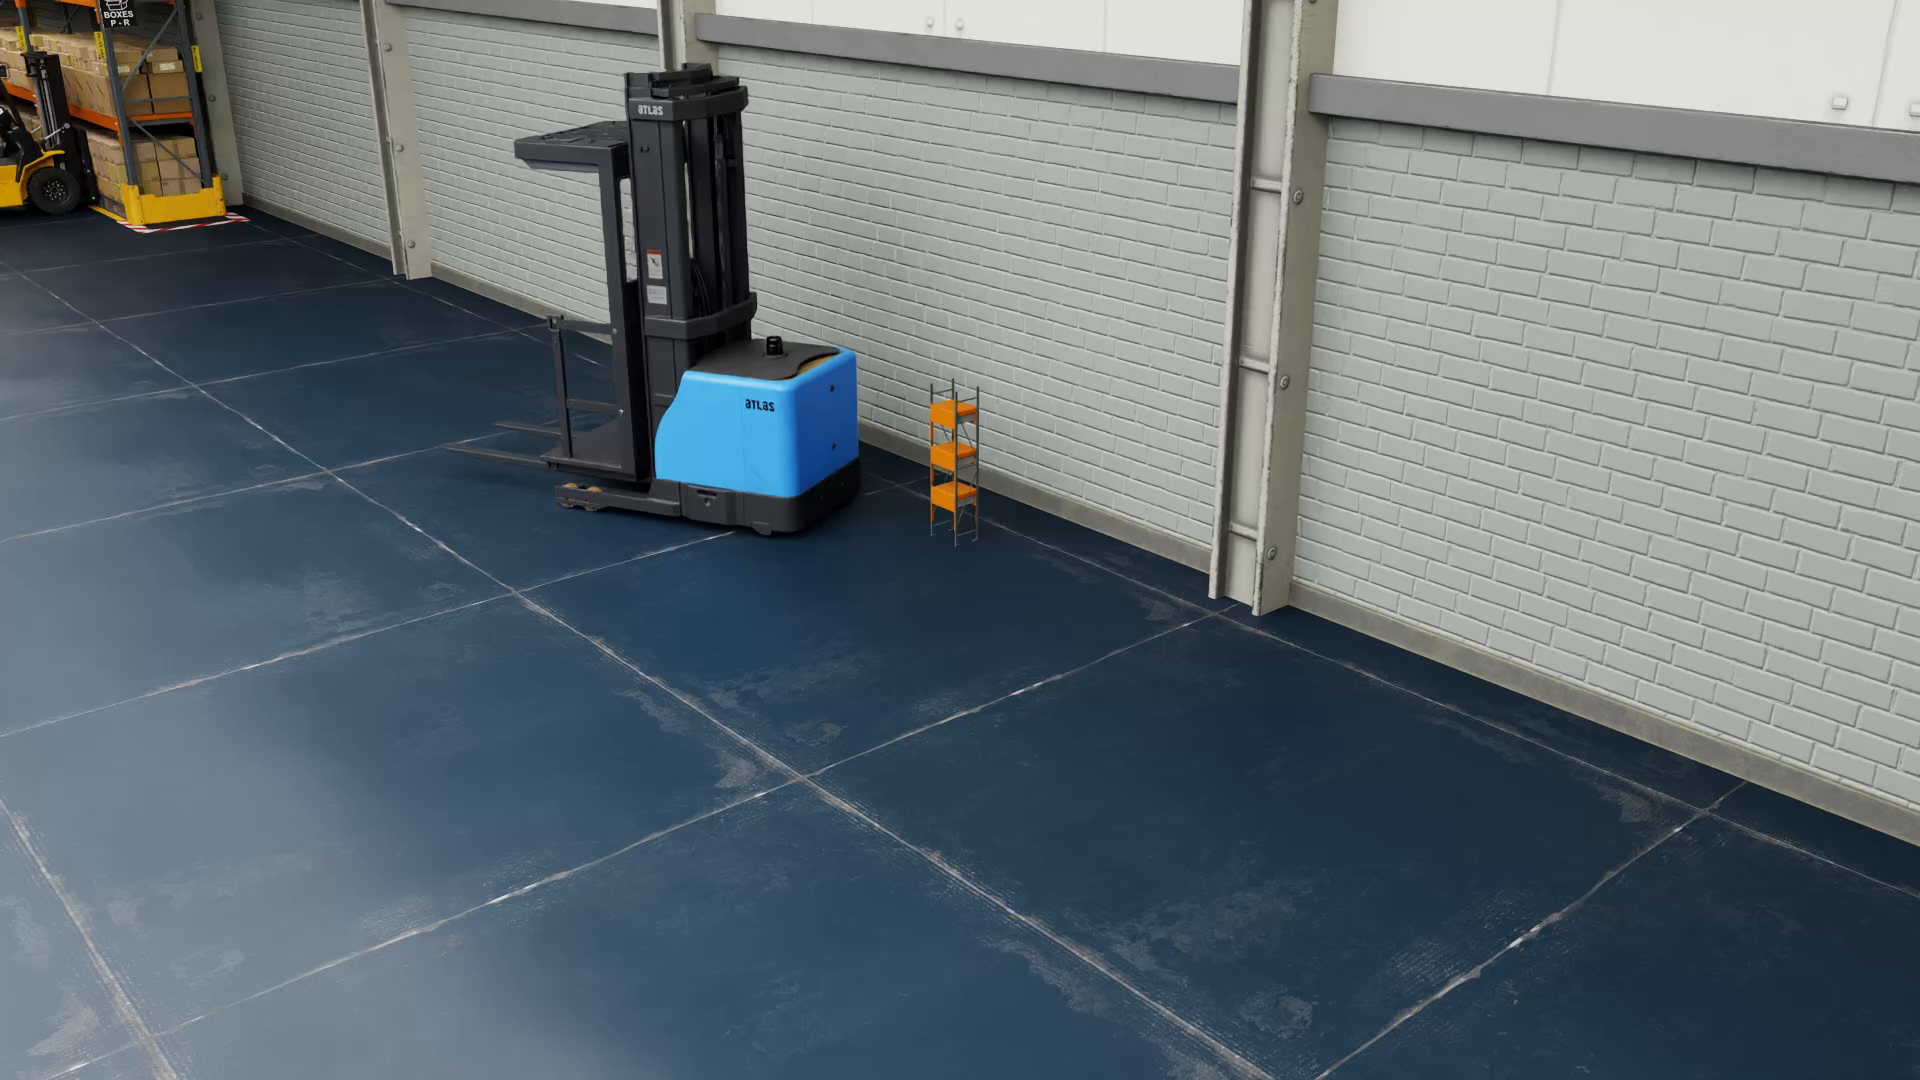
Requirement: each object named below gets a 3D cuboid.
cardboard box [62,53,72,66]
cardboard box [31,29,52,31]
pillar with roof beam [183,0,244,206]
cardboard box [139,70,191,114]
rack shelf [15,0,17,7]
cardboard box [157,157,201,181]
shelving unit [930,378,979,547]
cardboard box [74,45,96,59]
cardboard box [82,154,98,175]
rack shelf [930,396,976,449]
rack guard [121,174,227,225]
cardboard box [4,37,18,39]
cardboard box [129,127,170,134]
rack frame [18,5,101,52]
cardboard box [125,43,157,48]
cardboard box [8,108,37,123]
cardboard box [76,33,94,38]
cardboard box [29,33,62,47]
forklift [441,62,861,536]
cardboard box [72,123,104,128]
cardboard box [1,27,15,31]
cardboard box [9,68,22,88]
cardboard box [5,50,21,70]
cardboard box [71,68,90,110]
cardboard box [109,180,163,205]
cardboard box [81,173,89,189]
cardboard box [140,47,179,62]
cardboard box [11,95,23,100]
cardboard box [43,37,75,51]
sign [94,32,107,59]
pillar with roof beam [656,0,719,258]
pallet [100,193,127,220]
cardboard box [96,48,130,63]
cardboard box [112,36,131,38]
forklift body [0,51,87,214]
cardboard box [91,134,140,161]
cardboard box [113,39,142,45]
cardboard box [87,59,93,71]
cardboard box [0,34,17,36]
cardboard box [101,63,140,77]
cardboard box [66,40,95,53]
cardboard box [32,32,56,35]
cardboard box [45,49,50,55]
[{"bbox_3d":[-11.834,-6.473,22.372,0.380,0.149,0.250,-18,28,-38],"label":"cardboard box"},{"bbox_3d":[-14.491,-7.936,26.108,0.380,0.149,0.250,-18,28,-38],"label":"cardboard box"},{"bbox_3d":[-13.259,-7.778,18.503,9.100,9.000,0.400,-17,27,-37],"label":"pillar with roof beam"},{"bbox_3d":[-10.339,-5.852,21.675,0.500,0.500,0.500,-16,27,-36],"label":"cardboard box"},{"bbox_3d":[-14.142,-8.322,24.991,1.077,0.370,4.000,-17,27,-37],"label":"rack shelf"},{"bbox_3d":[-10.375,-4.930,21.966,0.500,0.250,0.500,-17,27,-36],"label":"cardboard box"},{"bbox_3d":[-0.035,-0.504,10.830,0.215,1.050,0.252,-17,27,-37],"label":"shelving unit"},{"bbox_3d":[-11.355,-6.397,21.769,0.380,0.149,0.250,-17,27,-36],"label":"cardboard box"},{"bbox_3d":[-11.452,-5.089,22.373,0.500,0.250,0.500,-18,28,-39],"label":"cardboard box"},{"bbox_3d":[-0.035,-0.758,10.731,0.215,0.259,0.240,-17,27,-37],"label":"rack shelf"},{"bbox_3d":[-10.210,-4.432,21.614,1.175,0.500,0.348,-17,27,-37],"label":"rack guard"},{"bbox_3d":[-13.925,-7.373,24.669,0.380,0.149,0.250,-18,28,-39],"label":"cardboard box"},{"bbox_3d":[-11.043,-5.439,22.581,0.500,0.250,0.500,-18,27,-38],"label":"cardboard box"},{"bbox_3d":[-12.837,-6.707,23.996,1.000,3.000,0.127,-17,27,-37],"label":"rack frame"},{"bbox_3d":[-10.762,-6.455,21.917,0.380,0.149,0.250,-17,27,-37],"label":"cardboard box"},{"bbox_3d":[-14.179,-6.362,25.795,0.875,0.625,0.625,-19,28,-40],"label":"cardboard box"},{"bbox_3d":[-12.267,-7.099,23.562,0.380,0.149,0.250,-18,28,-39],"label":"cardboard box"},{"bbox_3d":[-12.853,-7.036,23.400,0.380,0.149,0.250,-17,27,-36],"label":"cardboard box"},{"bbox_3d":[-2.261,-1.728,11.378,3.031,2.935,1.130,9,23,22],"label":"forklift"},{"bbox_3d":[-12.099,-5.601,22.996,0.500,0.250,0.500,-16,27,-36],"label":"cardboard box"},{"bbox_3d":[-15.082,-8.119,26.575,0.380,0.149,0.250,-16,27,-36],"label":"cardboard box"},{"bbox_3d":[-13.696,-6.852,24.571,0.500,0.250,0.500,-18,27,-38],"label":"cardboard box"},{"bbox_3d":[-13.692,-7.086,24.482,0.500,0.250,0.500,-18,28,-39],"label":"cardboard box"},{"bbox_3d":[-11.412,-6.009,22.077,0.500,0.500,0.500,-18,28,-38],"label":"cardboard box"},{"bbox_3d":[-10.772,-4.572,21.739,0.500,0.250,0.500,-17,27,-37],"label":"cardboard box"},{"bbox_3d":[-11.765,-4.990,22.807,0.500,0.250,0.500,-16,27,-36],"label":"cardboard box"},{"bbox_3d":[-10.283,-6.233,21.351,0.380,0.149,0.250,-18,28,-38],"label":"cardboard box"},{"bbox_3d":[-15.552,-7.365,27.636,0.380,0.149,0.250,-16,26,-35],"label":"cardboard box"},{"bbox_3d":[-12.351,-6.821,22.852,0.380,0.149,0.250,-17,27,-36],"label":"cardboard box"},{"bbox_3d":[-10.646,-6.126,20.600,0.100,0.325,0.005,-17,27,-37],"label":"sign"},{"bbox_3d":[-5.426,-4.462,10.038,9.100,9.000,0.400,-17,27,-37],"label":"pillar with roof beam"},{"bbox_3d":[-10.756,-4.505,22.197,1.003,0.211,1.213,-17,27,-37],"label":"pallet"},{"bbox_3d":[-10.804,-6.199,21.263,0.380,0.149,0.250,-17,27,-37],"label":"cardboard box"},{"bbox_3d":[-11.719,-6.898,23.049,0.380,0.149,0.250,-18,28,-38],"label":"cardboard box"},{"bbox_3d":[-12.845,-5.297,21.558,2.313,2.155,1.214,-17,27,-37],"label":"forklift body"},{"bbox_3d":[-11.100,-5.176,21.909,0.500,0.250,0.500,-17,27,-36],"label":"cardboard box"},{"bbox_3d":[-11.271,-6.667,22.459,0.380,0.149,0.250,-17,27,-37],"label":"cardboard box"},{"bbox_3d":[-11.130,-6.201,21.676,0.380,0.149,0.250,-18,27,-38],"label":"cardboard box"},{"bbox_3d":[-14.369,-7.600,25.249,0.380,0.149,0.250,-17,27,-37],"label":"cardboard box"},{"bbox_3d":[-10.664,-5.980,21.112,0.380,0.149,0.250,-17,27,-37],"label":"cardboard box"},{"bbox_3d":[-11.776,-6.634,22.375,0.380,0.149,0.250,-17,27,-37],"label":"cardboard box"},{"bbox_3d":[-14.065,-7.700,25.504,0.380,0.149,0.250,-16,27,-36],"label":"cardboard box"},{"bbox_3d":[-12.362,-6.683,22.907,0.380,0.149,0.250,-17,27,-36],"label":"cardboard box"}]
